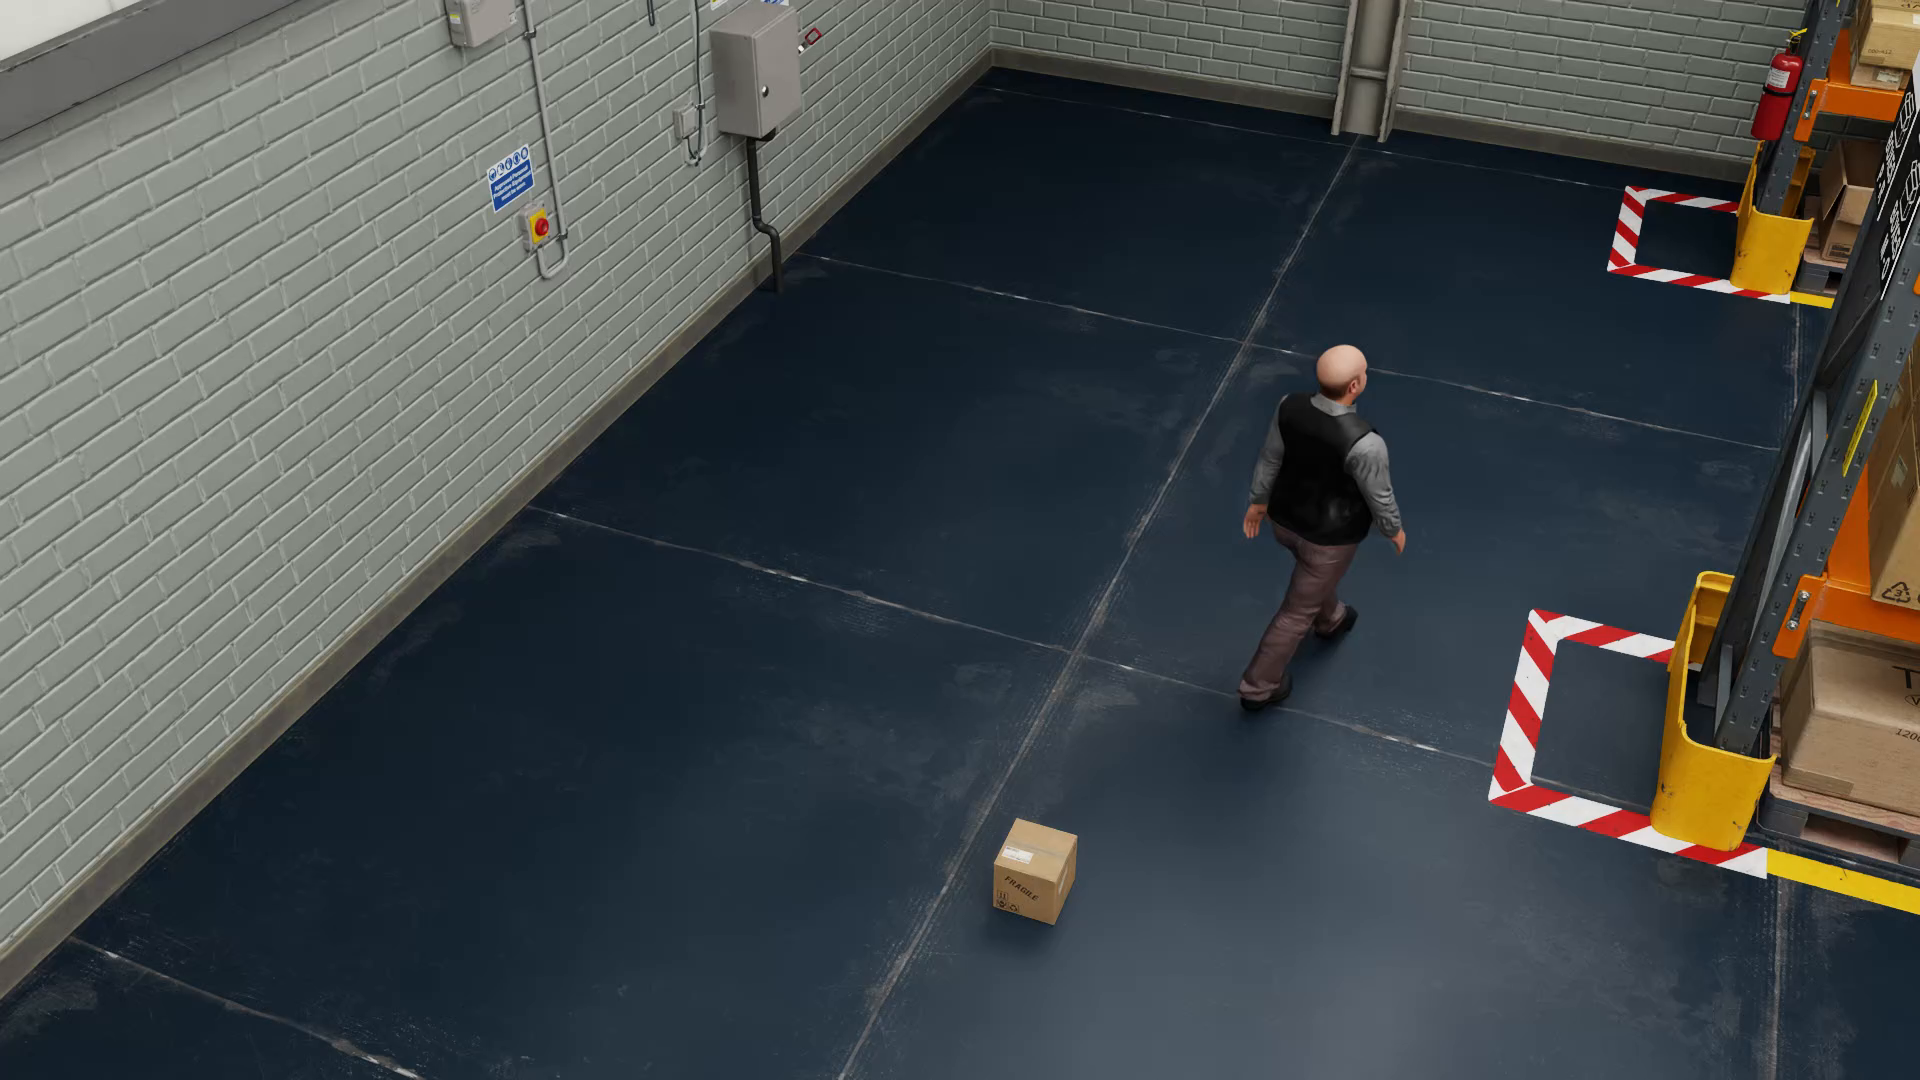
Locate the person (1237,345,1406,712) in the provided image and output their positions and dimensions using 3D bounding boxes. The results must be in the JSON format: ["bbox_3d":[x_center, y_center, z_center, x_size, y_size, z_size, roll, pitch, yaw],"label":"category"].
[{"bbox_3d":[1.564,-0.088,6.936,0.911,1.696,0.583,-23,43,-27],"label":"person"}]
